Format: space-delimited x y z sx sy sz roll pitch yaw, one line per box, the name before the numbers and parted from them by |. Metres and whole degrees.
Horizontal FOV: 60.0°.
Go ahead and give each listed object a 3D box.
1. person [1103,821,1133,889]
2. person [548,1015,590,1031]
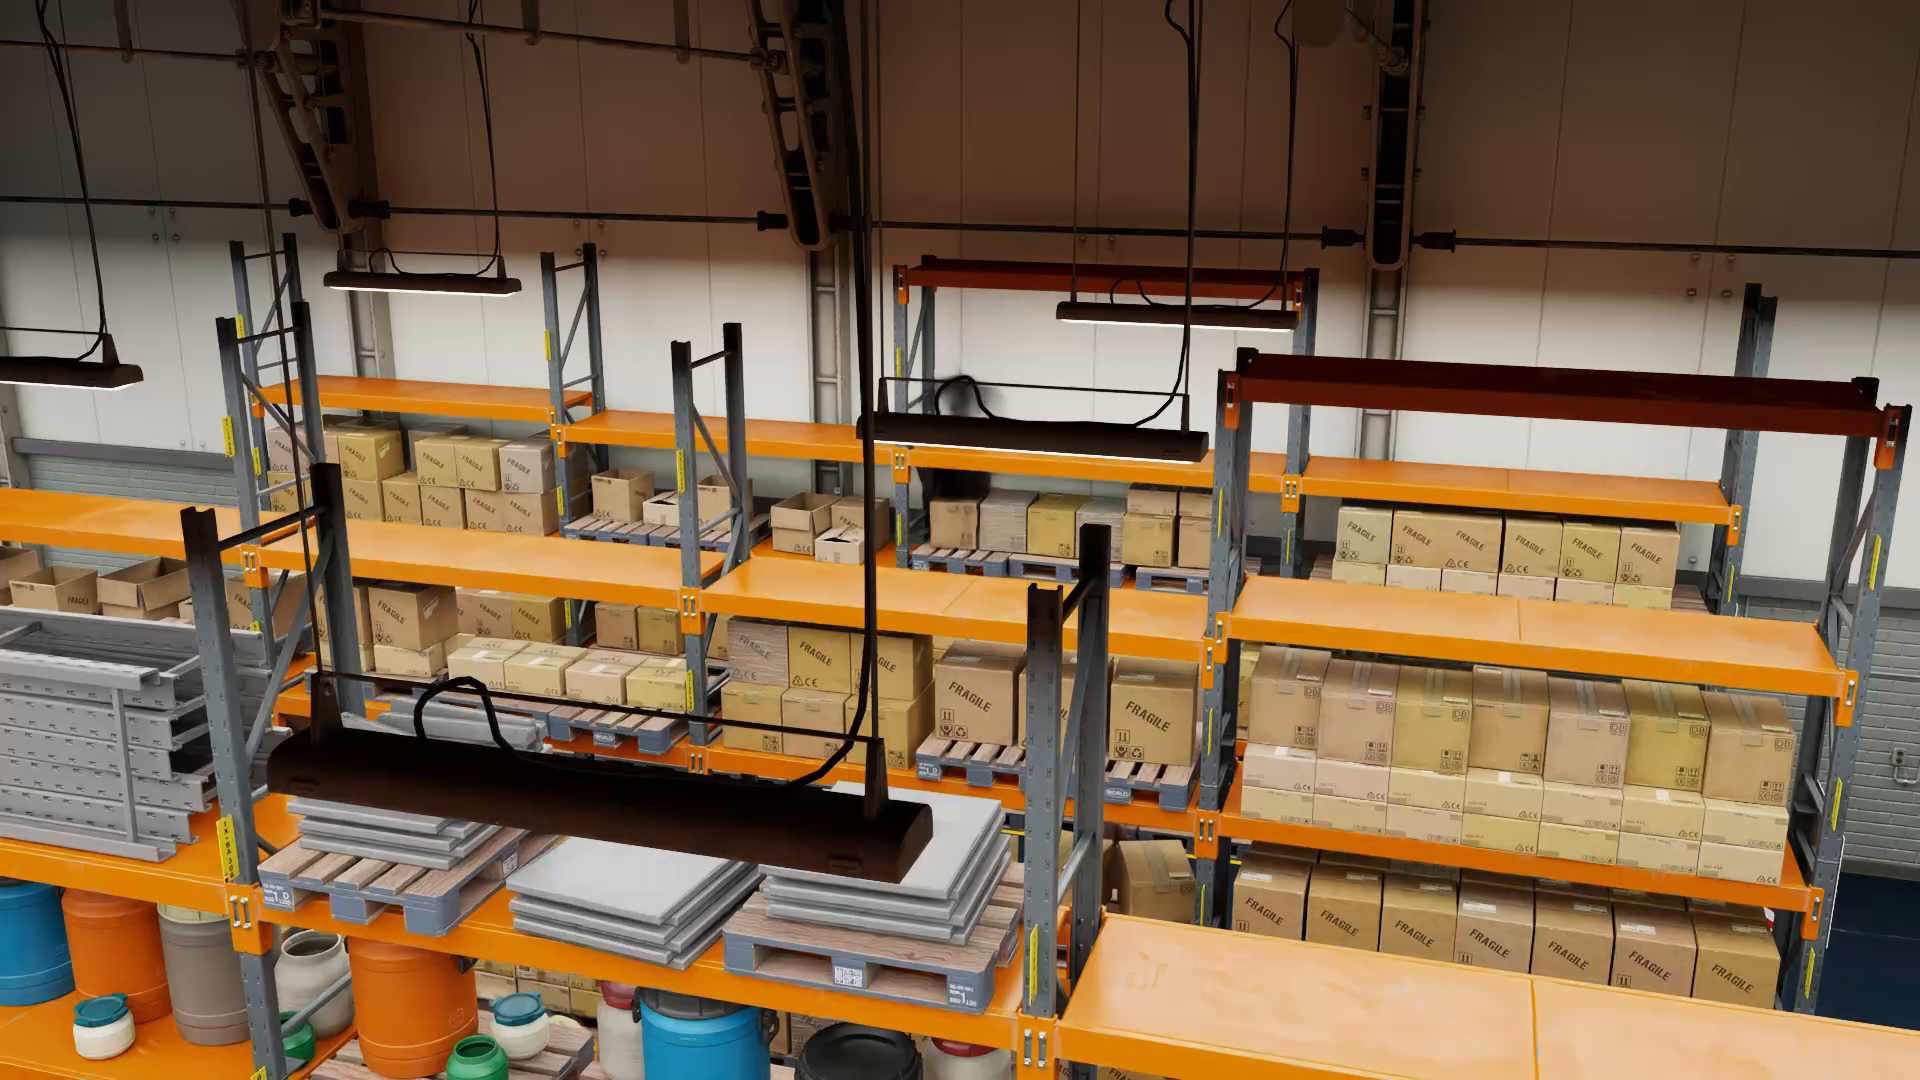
person | 1.201 3.101 14.849 0.820 1.734 0.707 8 18 25
person | -2.755 4.053 12.021 1.036 1.510 0.571 5 17 17
